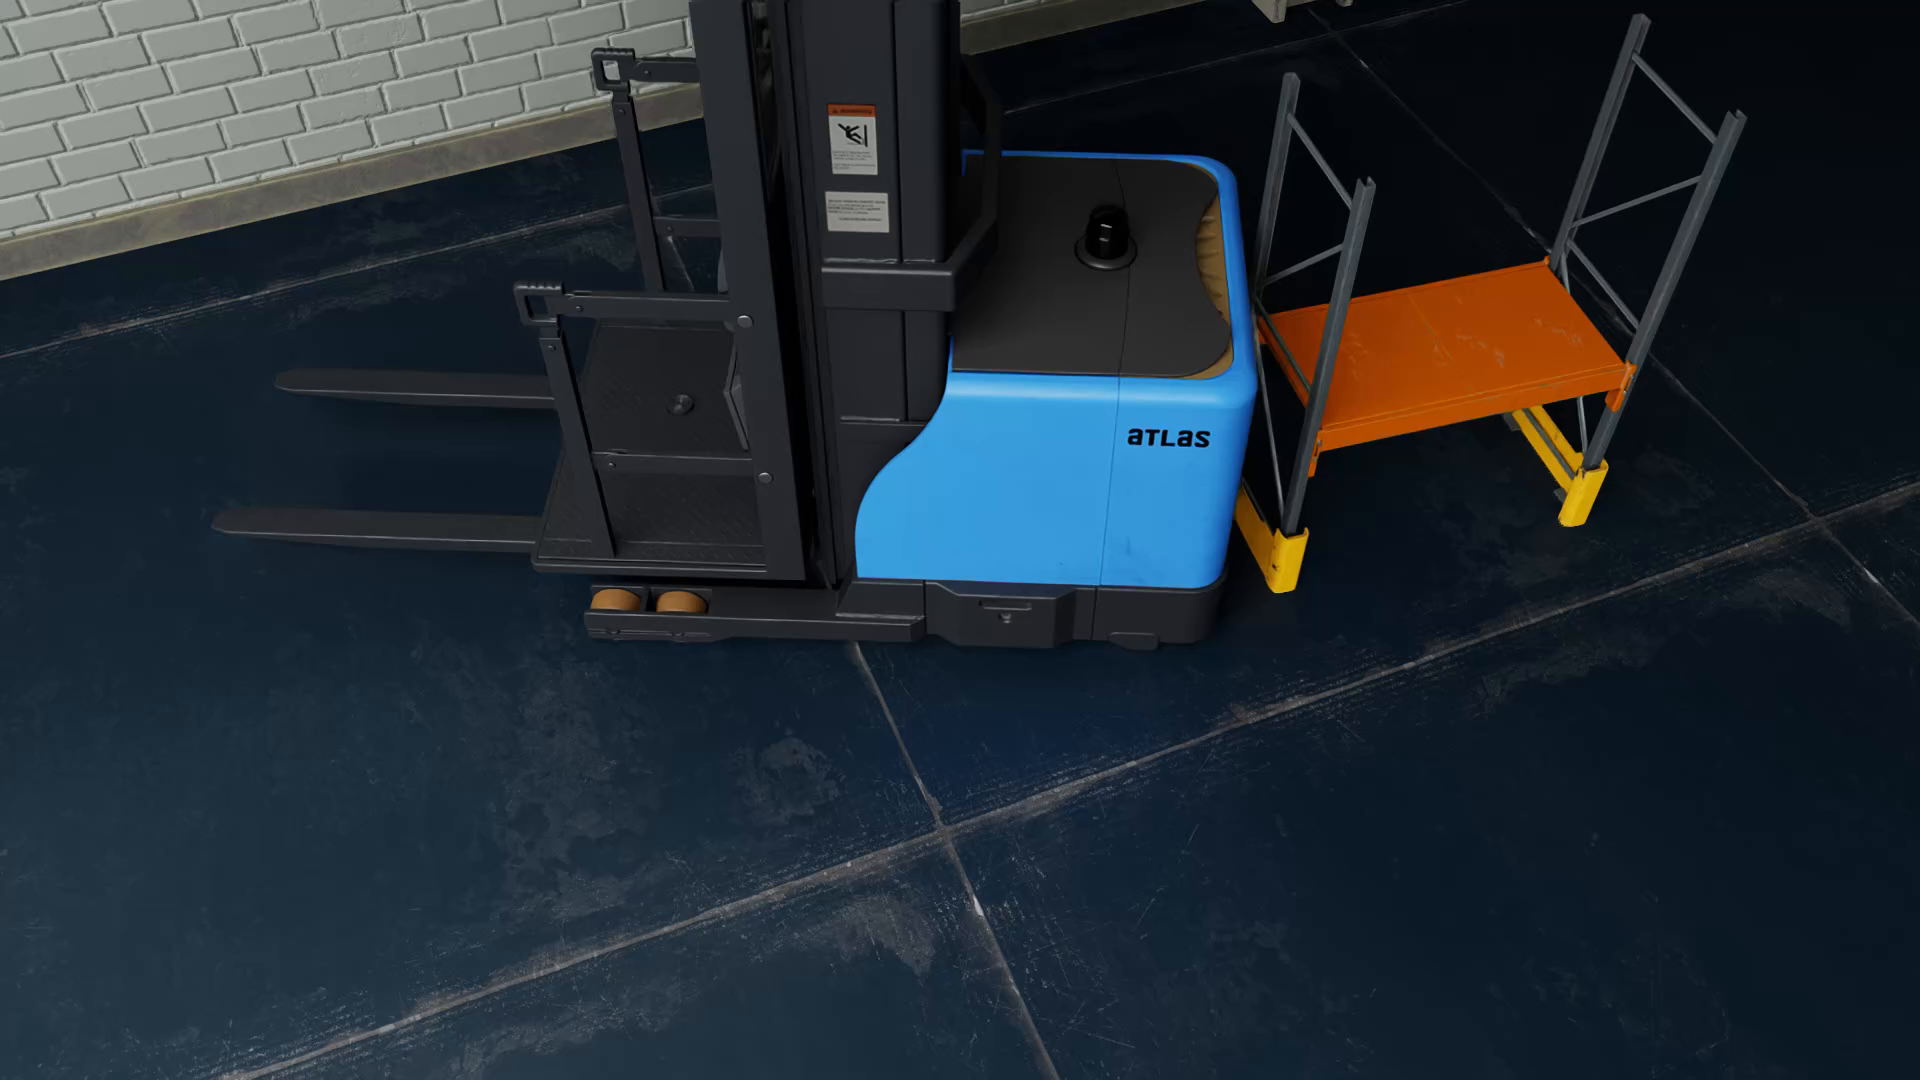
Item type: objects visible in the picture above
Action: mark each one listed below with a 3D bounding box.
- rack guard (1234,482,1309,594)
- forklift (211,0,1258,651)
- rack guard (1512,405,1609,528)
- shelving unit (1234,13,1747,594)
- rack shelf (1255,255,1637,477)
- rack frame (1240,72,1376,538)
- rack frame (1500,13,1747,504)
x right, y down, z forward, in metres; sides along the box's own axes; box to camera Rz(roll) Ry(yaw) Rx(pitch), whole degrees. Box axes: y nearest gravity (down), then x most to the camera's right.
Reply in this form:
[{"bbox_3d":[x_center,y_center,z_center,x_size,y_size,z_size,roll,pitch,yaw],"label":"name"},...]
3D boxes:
[{"bbox_3d":[0.923,-0.136,5.202,0.087,0.250,0.587,-12,50,-10],"label":"rack guard"},{"bbox_3d":[-0.723,-1.049,4.218,3.031,2.935,1.130,2,49,2],"label":"forklift"},{"bbox_3d":[1.881,-0.341,5.378,0.087,0.250,0.587,-12,50,-10],"label":"rack guard"},{"bbox_3d":[1.402,-0.645,4.816,1.083,1.500,0.587,-12,50,-10],"label":"shelving unit"},{"bbox_3d":[1.411,-0.530,4.954,1.000,0.185,0.538,-12,50,-10],"label":"rack shelf"},{"bbox_3d":[0.921,-0.542,4.727,0.032,1.500,0.500,-12,50,-10],"label":"rack frame"},{"bbox_3d":[1.900,-0.752,4.907,0.032,1.500,0.500,-12,50,-10],"label":"rack frame"}]
